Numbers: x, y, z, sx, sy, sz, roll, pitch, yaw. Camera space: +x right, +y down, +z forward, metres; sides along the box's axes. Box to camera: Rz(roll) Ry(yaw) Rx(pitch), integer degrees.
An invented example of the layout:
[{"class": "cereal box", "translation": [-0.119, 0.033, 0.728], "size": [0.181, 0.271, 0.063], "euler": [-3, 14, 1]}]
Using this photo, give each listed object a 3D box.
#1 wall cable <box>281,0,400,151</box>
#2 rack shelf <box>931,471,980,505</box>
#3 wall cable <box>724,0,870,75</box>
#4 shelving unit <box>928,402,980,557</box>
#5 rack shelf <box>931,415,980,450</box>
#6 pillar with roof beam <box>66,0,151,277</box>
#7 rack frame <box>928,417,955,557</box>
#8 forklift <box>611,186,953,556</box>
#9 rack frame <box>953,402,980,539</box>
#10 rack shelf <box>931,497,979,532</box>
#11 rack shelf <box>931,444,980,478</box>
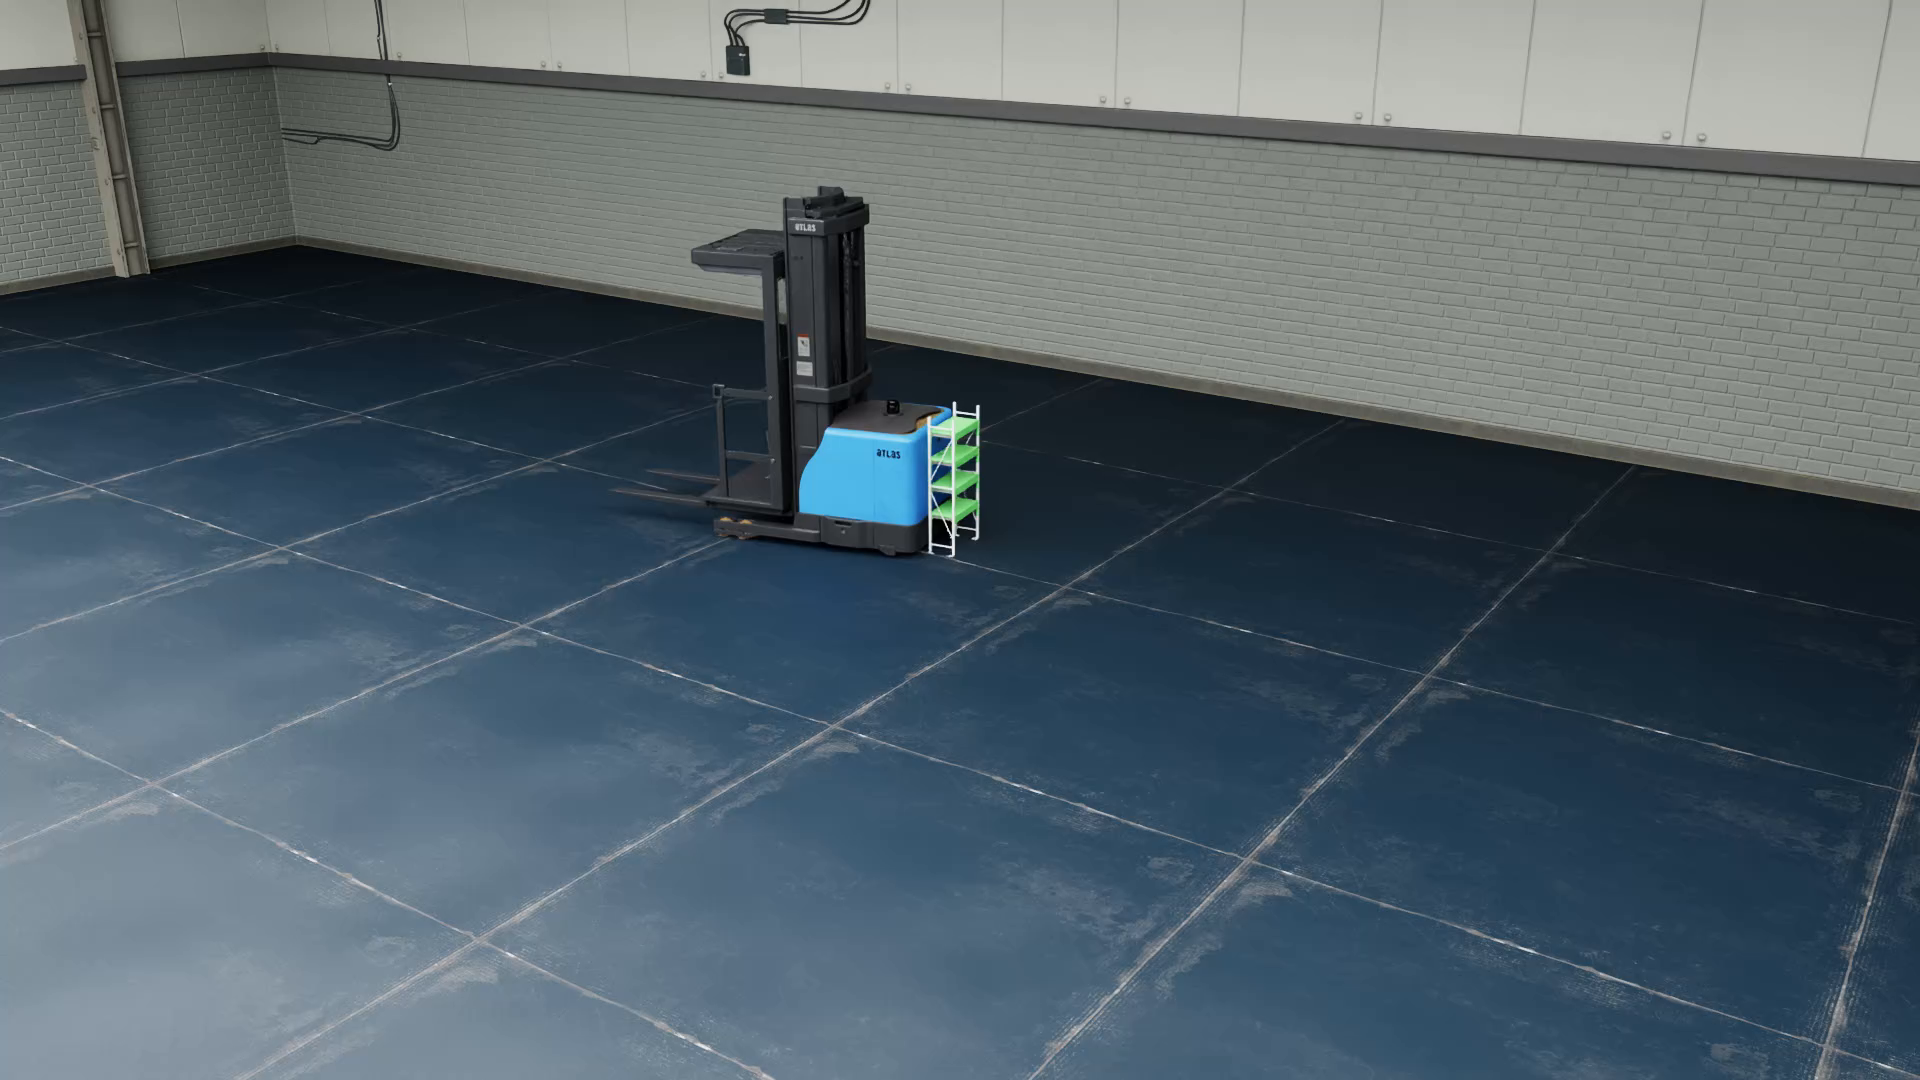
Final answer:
[{"class": "wall cable", "translation": [-9.873, -7.407, 25.942], "size": [3.097, 2.526, 0.112], "euler": [13, 24, 32]}, {"class": "rack shelf", "translation": [-0.051, -0.451, 14.086], "size": [0.258, 0.148, 0.480], "euler": [9, 22, 23]}, {"class": "wall cable", "translation": [-2.031, -8.602, 19.796], "size": [2.305, 6.003, 0.169], "euler": [13, 24, 32]}, {"class": "shelving unit", "translation": [-0.051, -0.511, 14.064], "size": [0.258, 1.200, 0.503], "euler": [9, 22, 23]}, {"class": "rack shelf", "translation": [-0.051, -0.901, 13.920], "size": [0.258, 0.148, 0.480], "euler": [9, 22, 23]}, {"class": "pillar with roof beam", "translation": [-9.062, -7.436, 21.545], "size": [9.100, 9.000, 0.400], "euler": [13, 24, 32]}, {"class": "rack frame", "translation": [-0.154, -0.434, 13.857], "size": [0.240, 1.200, 0.015], "euler": [9, 22, 23]}, {"class": "forklift", "translation": [-1.614, -1.540, 14.350], "size": [3.031, 2.935, 1.130], "euler": [7, 22, 19]}, {"class": "rack frame", "translation": [0.053, -0.588, 14.271], "size": [0.240, 1.200, 0.015], "euler": [9, 22, 23]}, {"class": "rack shelf", "translation": [-0.051, -0.226, 14.169], "size": [0.258, 0.148, 0.480], "euler": [9, 22, 23]}, {"class": "rack shelf", "translation": [-0.051, -0.676, 14.003], "size": [0.258, 0.148, 0.480], "euler": [9, 22, 23]}]
